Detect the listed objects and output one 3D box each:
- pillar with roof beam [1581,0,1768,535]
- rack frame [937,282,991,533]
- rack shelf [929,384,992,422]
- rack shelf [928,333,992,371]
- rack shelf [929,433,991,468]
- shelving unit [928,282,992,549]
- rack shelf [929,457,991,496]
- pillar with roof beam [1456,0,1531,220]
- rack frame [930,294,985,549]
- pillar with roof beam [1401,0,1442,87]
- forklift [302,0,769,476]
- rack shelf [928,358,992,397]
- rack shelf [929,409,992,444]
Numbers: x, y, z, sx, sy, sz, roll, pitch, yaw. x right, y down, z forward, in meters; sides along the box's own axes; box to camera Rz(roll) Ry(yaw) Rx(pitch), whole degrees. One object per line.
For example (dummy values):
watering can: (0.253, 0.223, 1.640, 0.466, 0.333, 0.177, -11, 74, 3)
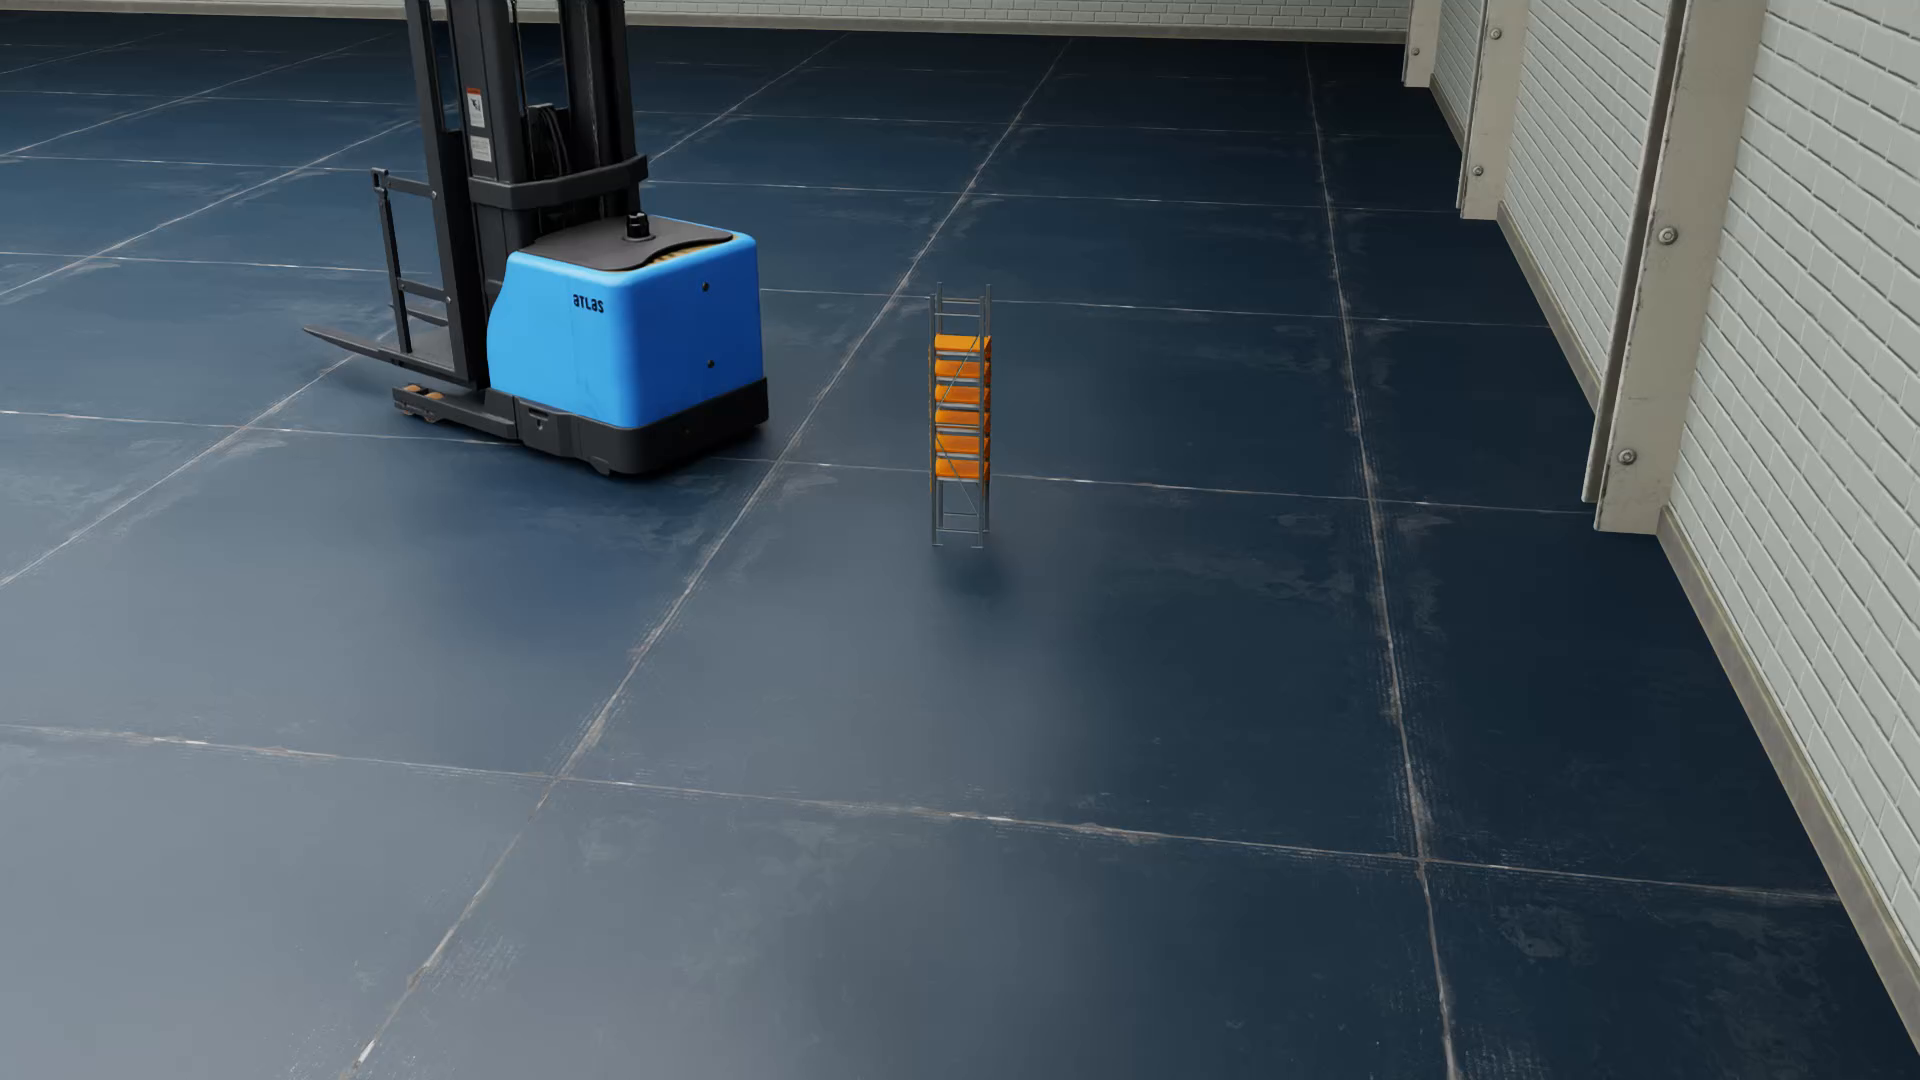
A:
pillar with roof beam: (-1.065, -4.490, 6.728, 9.100, 9.000, 0.400, 4, 25, 9)
rack frame: (0.017, -0.588, 7.590, 0.240, 1.200, 0.006, 4, 25, 9)
rack shelf: (0.002, -0.618, 7.477, 0.258, 0.103, 0.180, 4, 25, 9)
rack shelf: (0.002, -0.835, 7.375, 0.258, 0.103, 0.180, 4, 25, 9)
rack shelf: (0.002, -0.401, 7.578, 0.258, 0.103, 0.180, 4, 25, 9)
shelving unit: (0.002, -0.549, 7.509, 0.258, 1.200, 0.189, 4, 25, 9)
rack shelf: (0.002, -0.292, 7.629, 0.258, 0.103, 0.180, 4, 25, 9)
pillar with roof beam: (-0.084, -7.000, 12.089, 9.100, 9.000, 0.400, 4, 25, 9)
rack frame: (-0.013, -0.511, 7.427, 0.240, 1.200, 0.006, 4, 25, 9)
pillar with roof beam: (0.897, -9.509, 17.450, 9.100, 9.000, 0.400, 4, 25, 9)
forklift: (-2.522, -2.132, 8.847, 3.031, 2.935, 1.130, 17, 30, 32)
rack shelf: (0.002, -0.727, 7.426, 0.258, 0.103, 0.180, 4, 25, 9)
rack shelf: (0.002, -0.509, 7.527, 0.258, 0.103, 0.180, 4, 25, 9)
